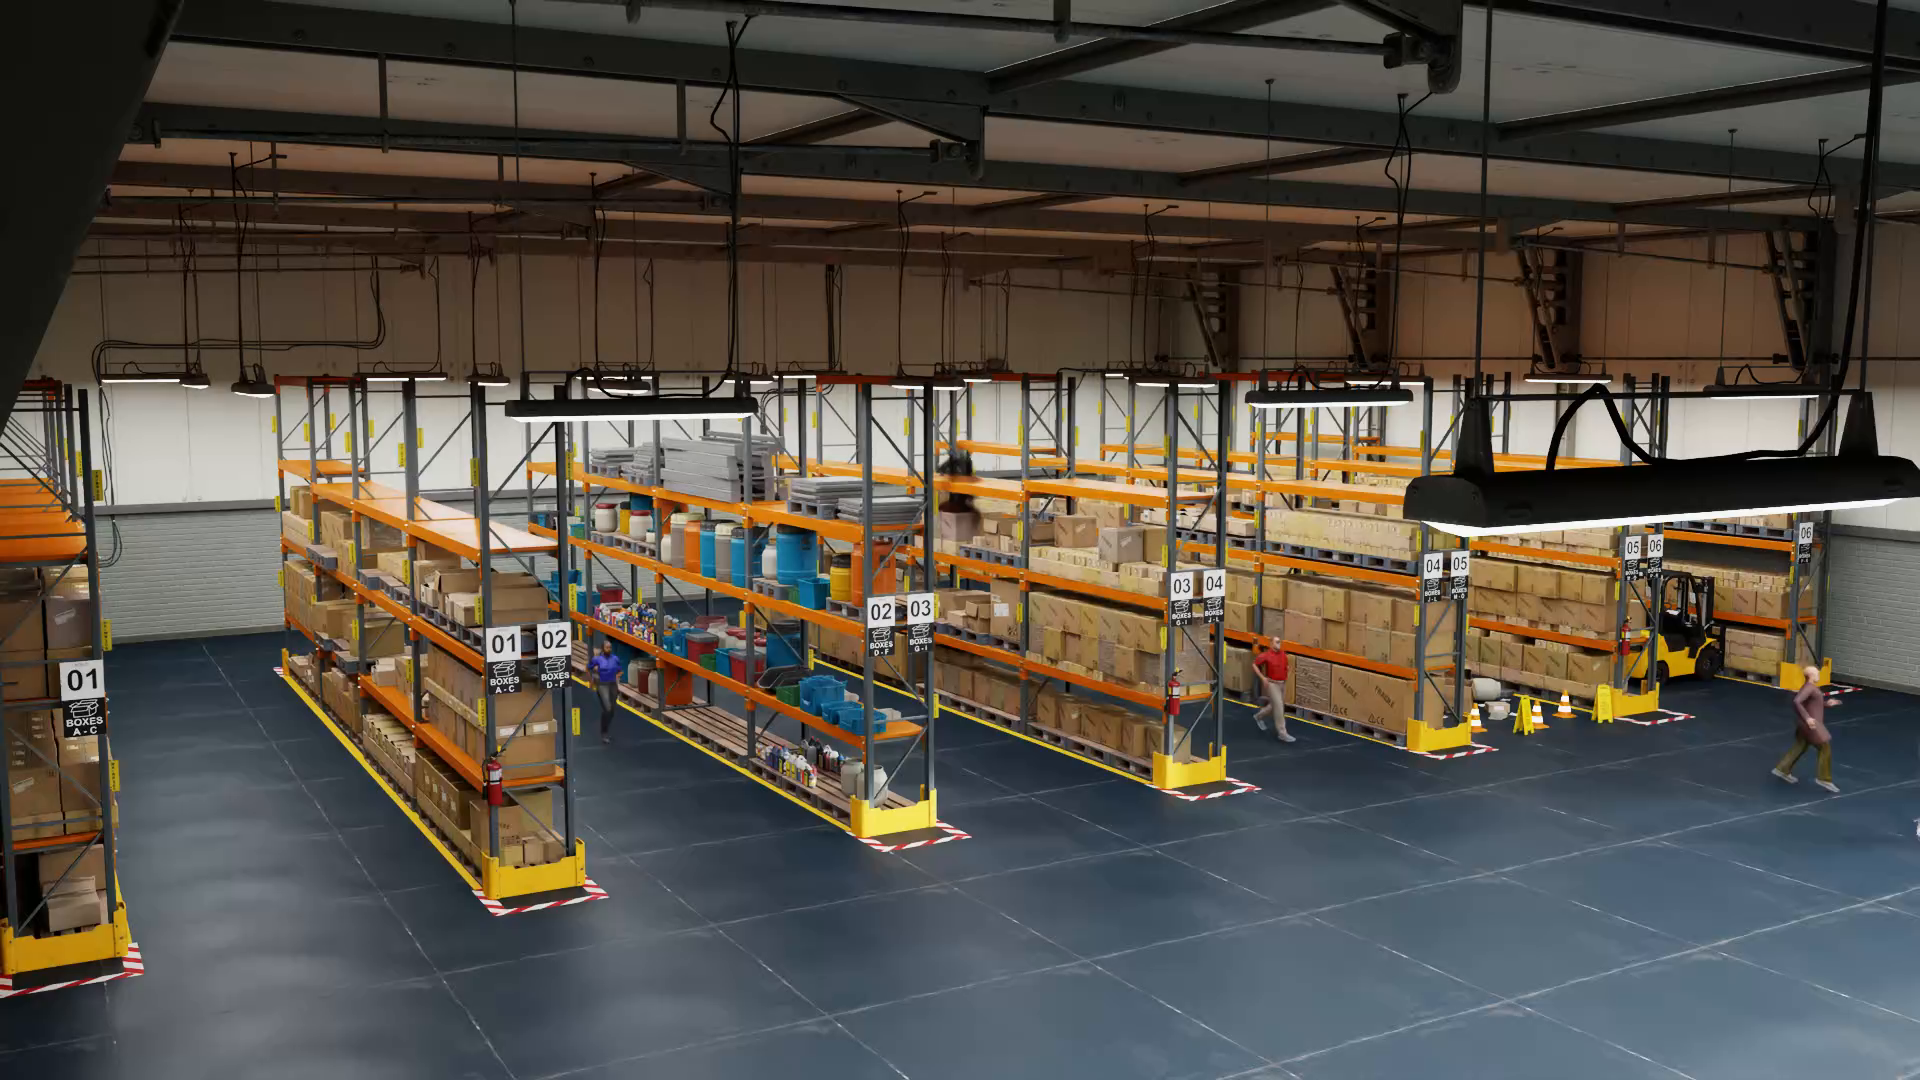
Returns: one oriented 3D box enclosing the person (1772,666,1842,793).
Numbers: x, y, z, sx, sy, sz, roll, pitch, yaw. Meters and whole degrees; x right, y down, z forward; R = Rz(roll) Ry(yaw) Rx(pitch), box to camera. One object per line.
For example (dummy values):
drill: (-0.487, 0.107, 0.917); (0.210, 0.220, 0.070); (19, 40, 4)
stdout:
person: (12.477, 2.765, 24.442); (0.894, 1.832, 0.680); (2, 6, 15)

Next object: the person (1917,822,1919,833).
person: (12.919, 3.130, 21.740); (0.670, 1.714, 0.558); (1, 6, 5)

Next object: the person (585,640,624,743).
person: (-5.836, 2.510, 27.516); (0.543, 1.701, 0.709); (-5, 8, -38)

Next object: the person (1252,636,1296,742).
person: (5.239, 2.437, 27.647); (0.668, 1.703, 0.962); (-5, 8, -41)
